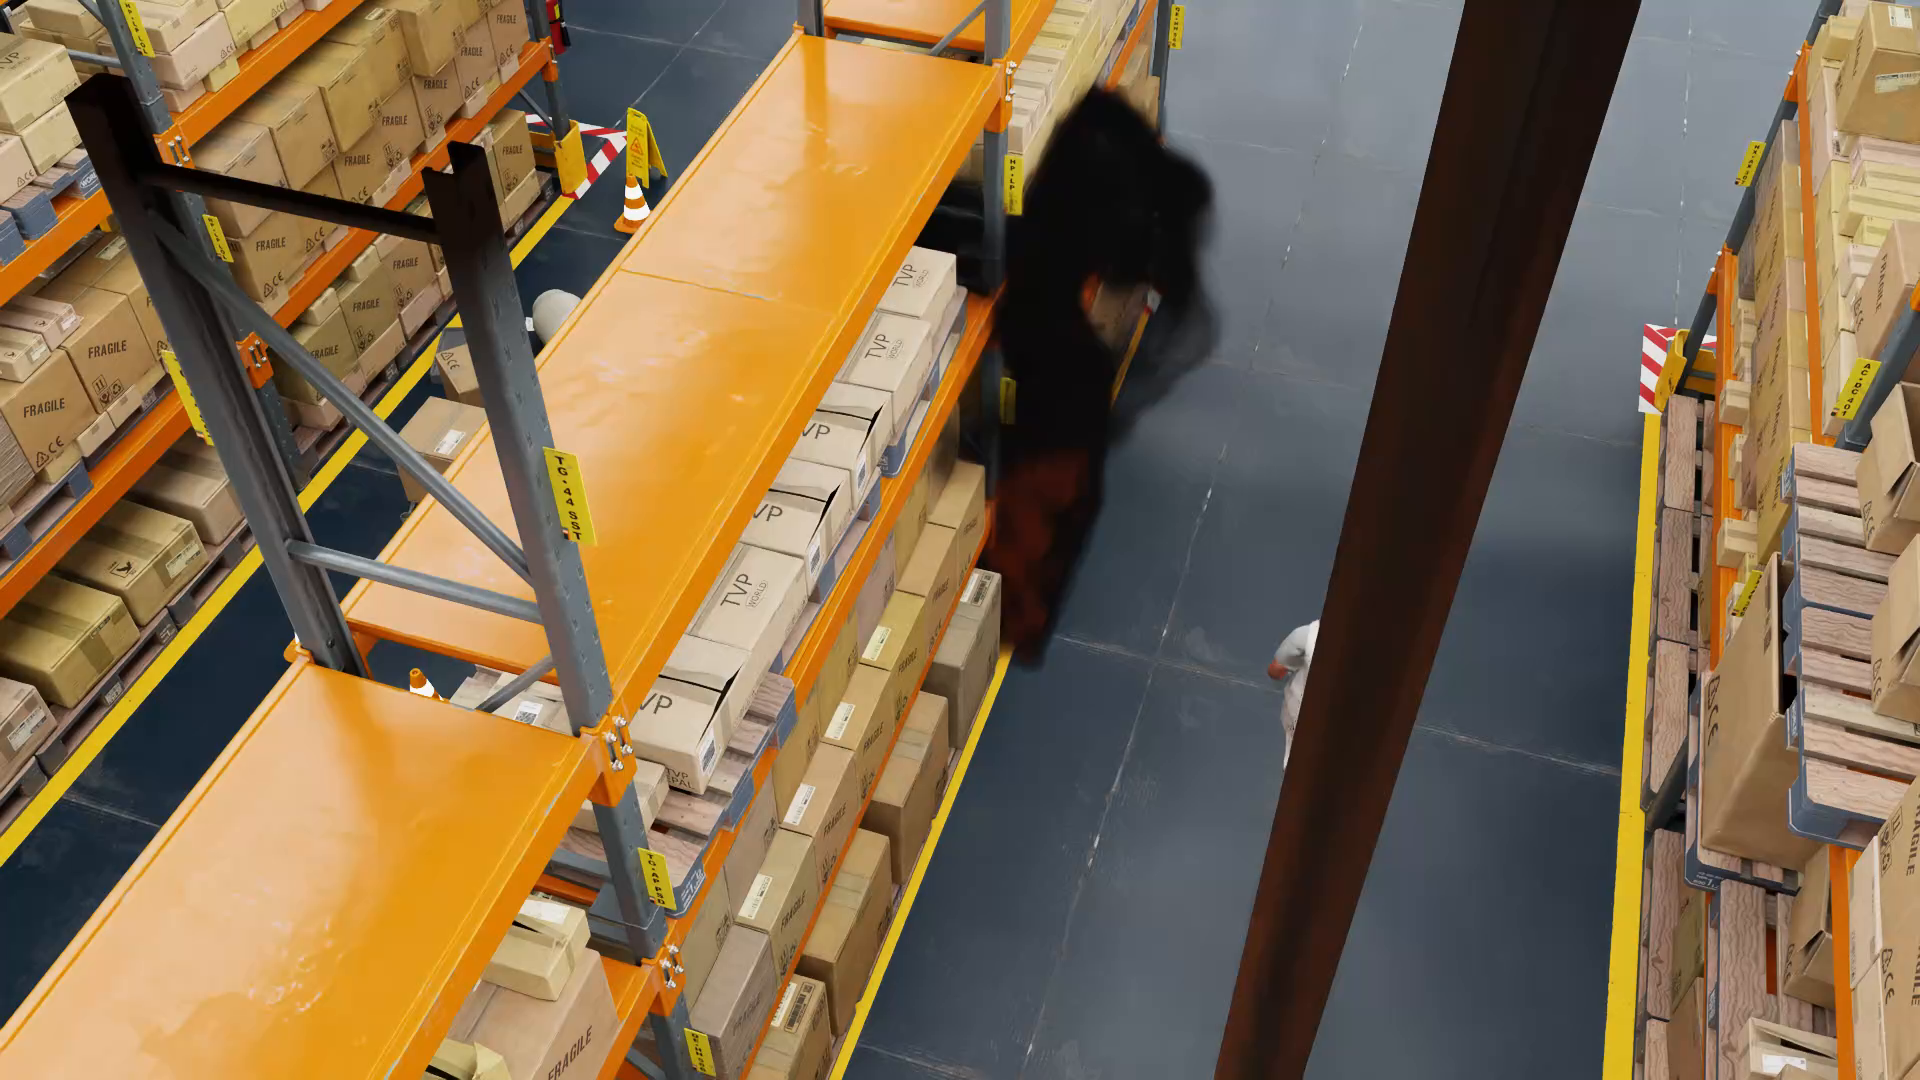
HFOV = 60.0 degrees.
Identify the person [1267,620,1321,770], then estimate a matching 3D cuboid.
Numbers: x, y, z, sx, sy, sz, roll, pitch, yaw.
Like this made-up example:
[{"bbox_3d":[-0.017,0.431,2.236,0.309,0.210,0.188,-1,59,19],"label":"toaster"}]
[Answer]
[{"bbox_3d":[1.895,0.873,8.658,0.651,1.767,0.565,10,47,10],"label":"person"}]
